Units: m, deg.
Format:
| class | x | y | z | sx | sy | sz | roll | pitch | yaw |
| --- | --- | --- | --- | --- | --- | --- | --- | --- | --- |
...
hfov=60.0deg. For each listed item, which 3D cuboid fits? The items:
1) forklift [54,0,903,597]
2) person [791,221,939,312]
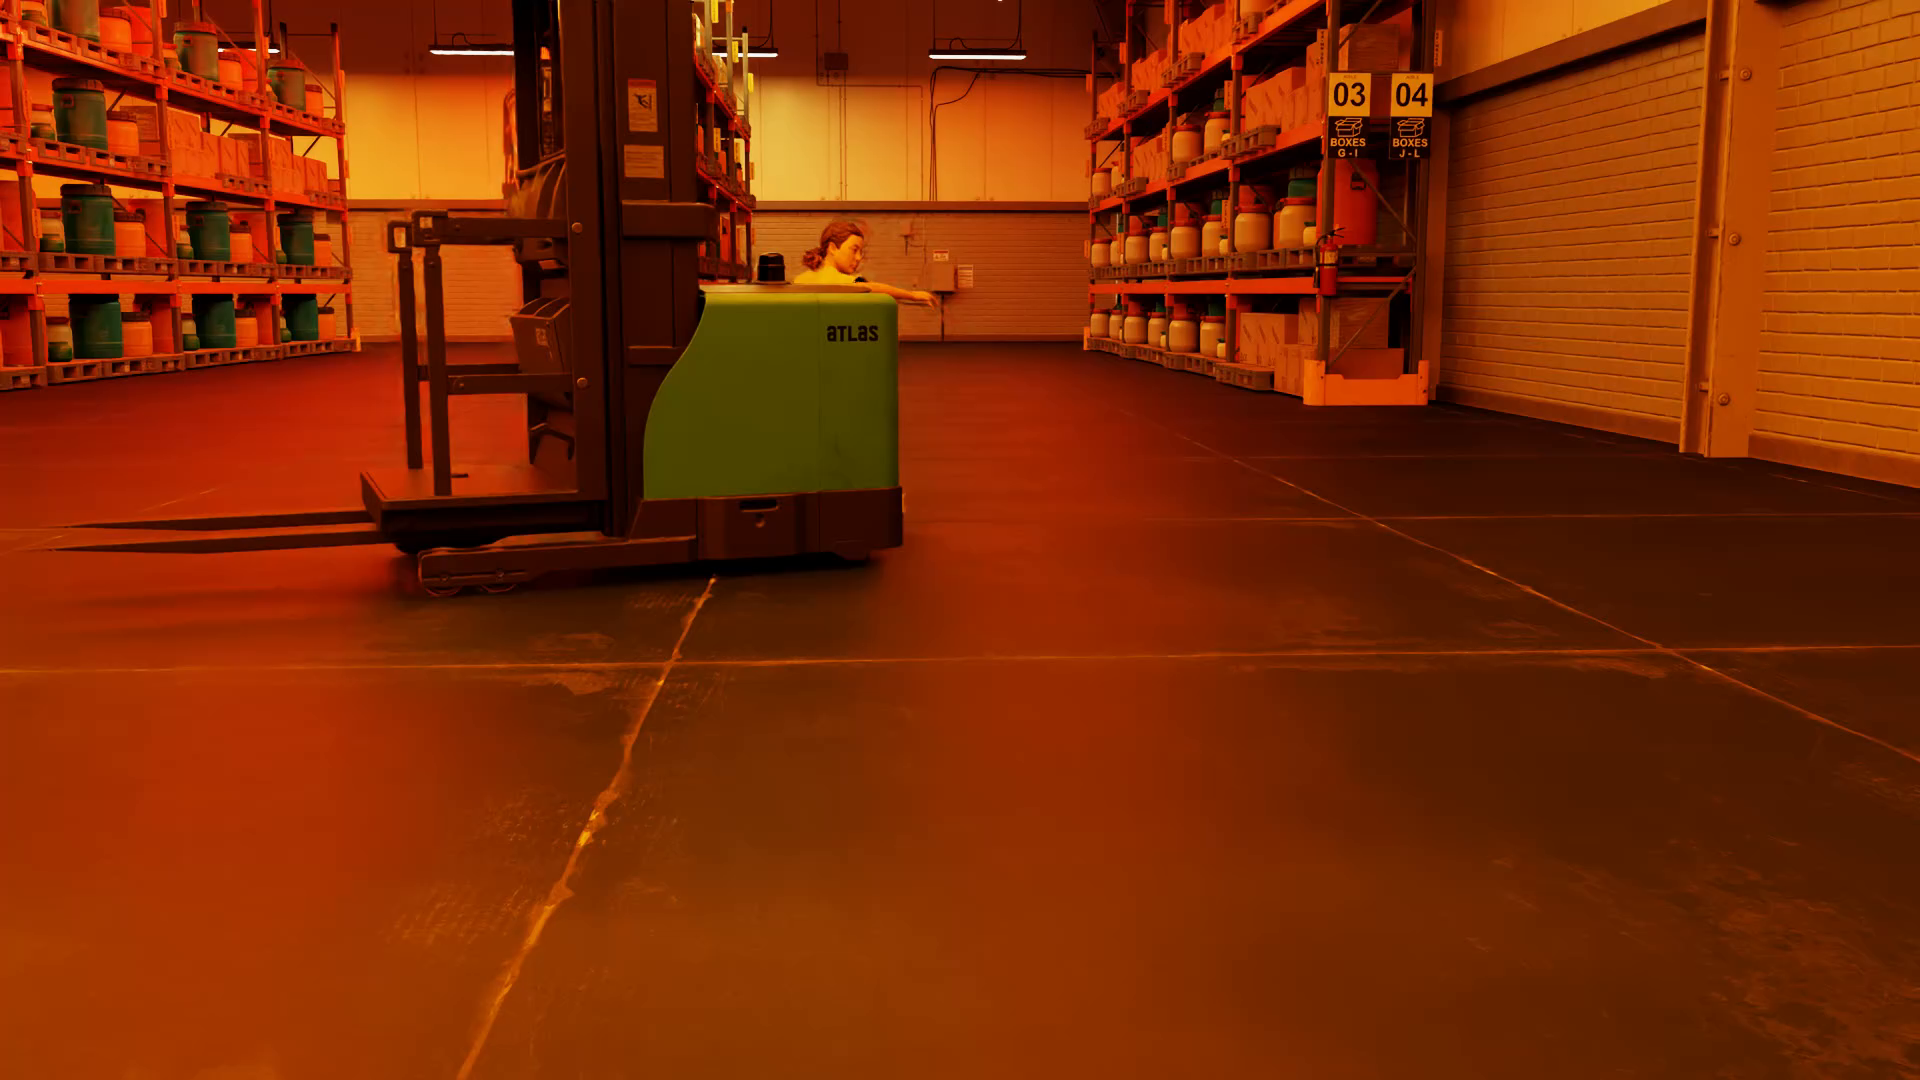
| class | x | y | z | sx | sy | sz | roll | pitch | yaw |
| --- | --- | --- | --- | --- | --- | --- | --- | --- | --- |
| forklift | -1.795 | -1.334 | 6.314 | 3.031 | 2.935 | 1.130 | -4 | 9 | -23 |
| person | -0.450 | -0.799 | 7.964 | 0.767 | 1.438 | 1.072 | 3 | 9 | 20 |
